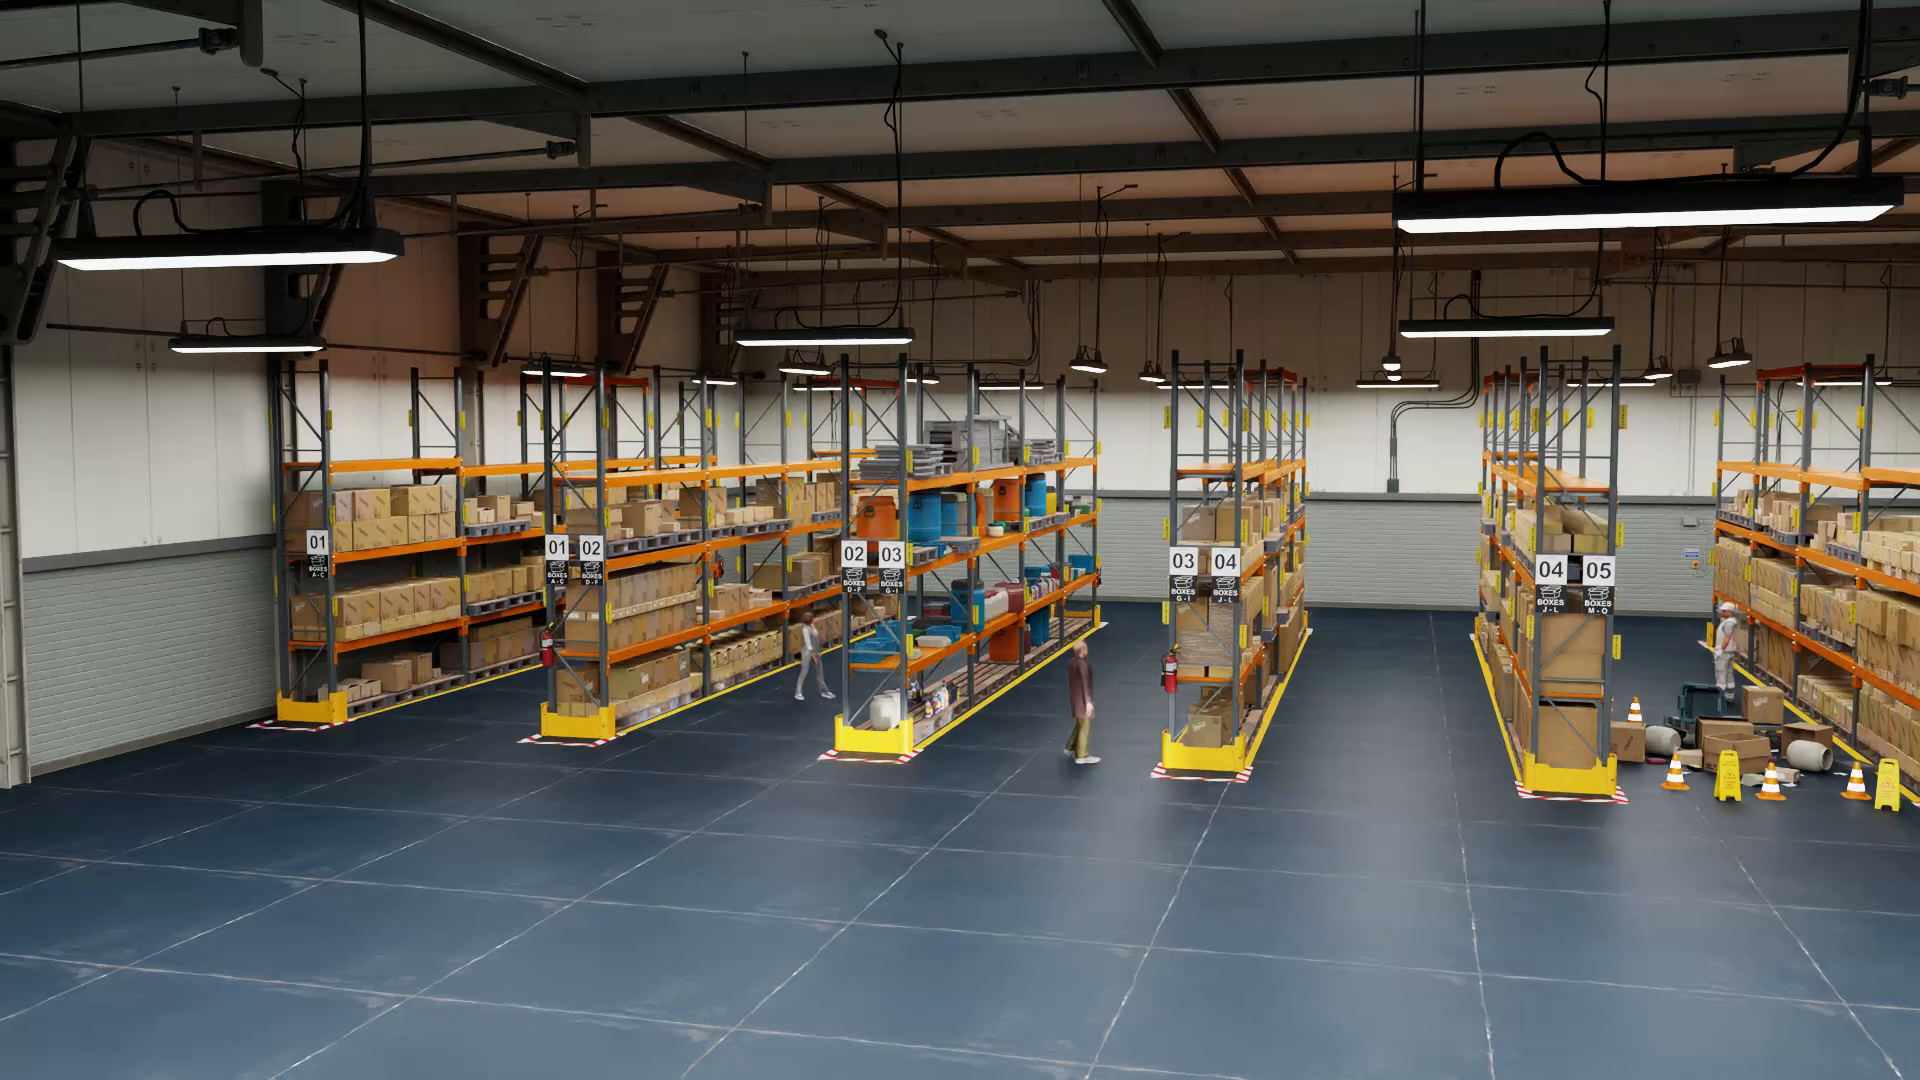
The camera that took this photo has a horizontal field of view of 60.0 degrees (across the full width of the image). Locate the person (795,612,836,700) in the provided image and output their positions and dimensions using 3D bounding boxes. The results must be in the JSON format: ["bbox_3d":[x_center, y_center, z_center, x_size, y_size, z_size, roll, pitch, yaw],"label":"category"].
[{"bbox_3d":[-2.614,2.058,29.711,0.610,1.581,0.571,2,5,27],"label":"person"}]

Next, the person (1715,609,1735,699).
[{"bbox_3d":[13.553,1.993,29.395,0.585,1.682,0.286,-4,6,-45],"label":"person"}]

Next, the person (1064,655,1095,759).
[{"bbox_3d":[1.802,2.430,24.309,0.408,1.507,0.655,-1,4,-16],"label":"person"}]
